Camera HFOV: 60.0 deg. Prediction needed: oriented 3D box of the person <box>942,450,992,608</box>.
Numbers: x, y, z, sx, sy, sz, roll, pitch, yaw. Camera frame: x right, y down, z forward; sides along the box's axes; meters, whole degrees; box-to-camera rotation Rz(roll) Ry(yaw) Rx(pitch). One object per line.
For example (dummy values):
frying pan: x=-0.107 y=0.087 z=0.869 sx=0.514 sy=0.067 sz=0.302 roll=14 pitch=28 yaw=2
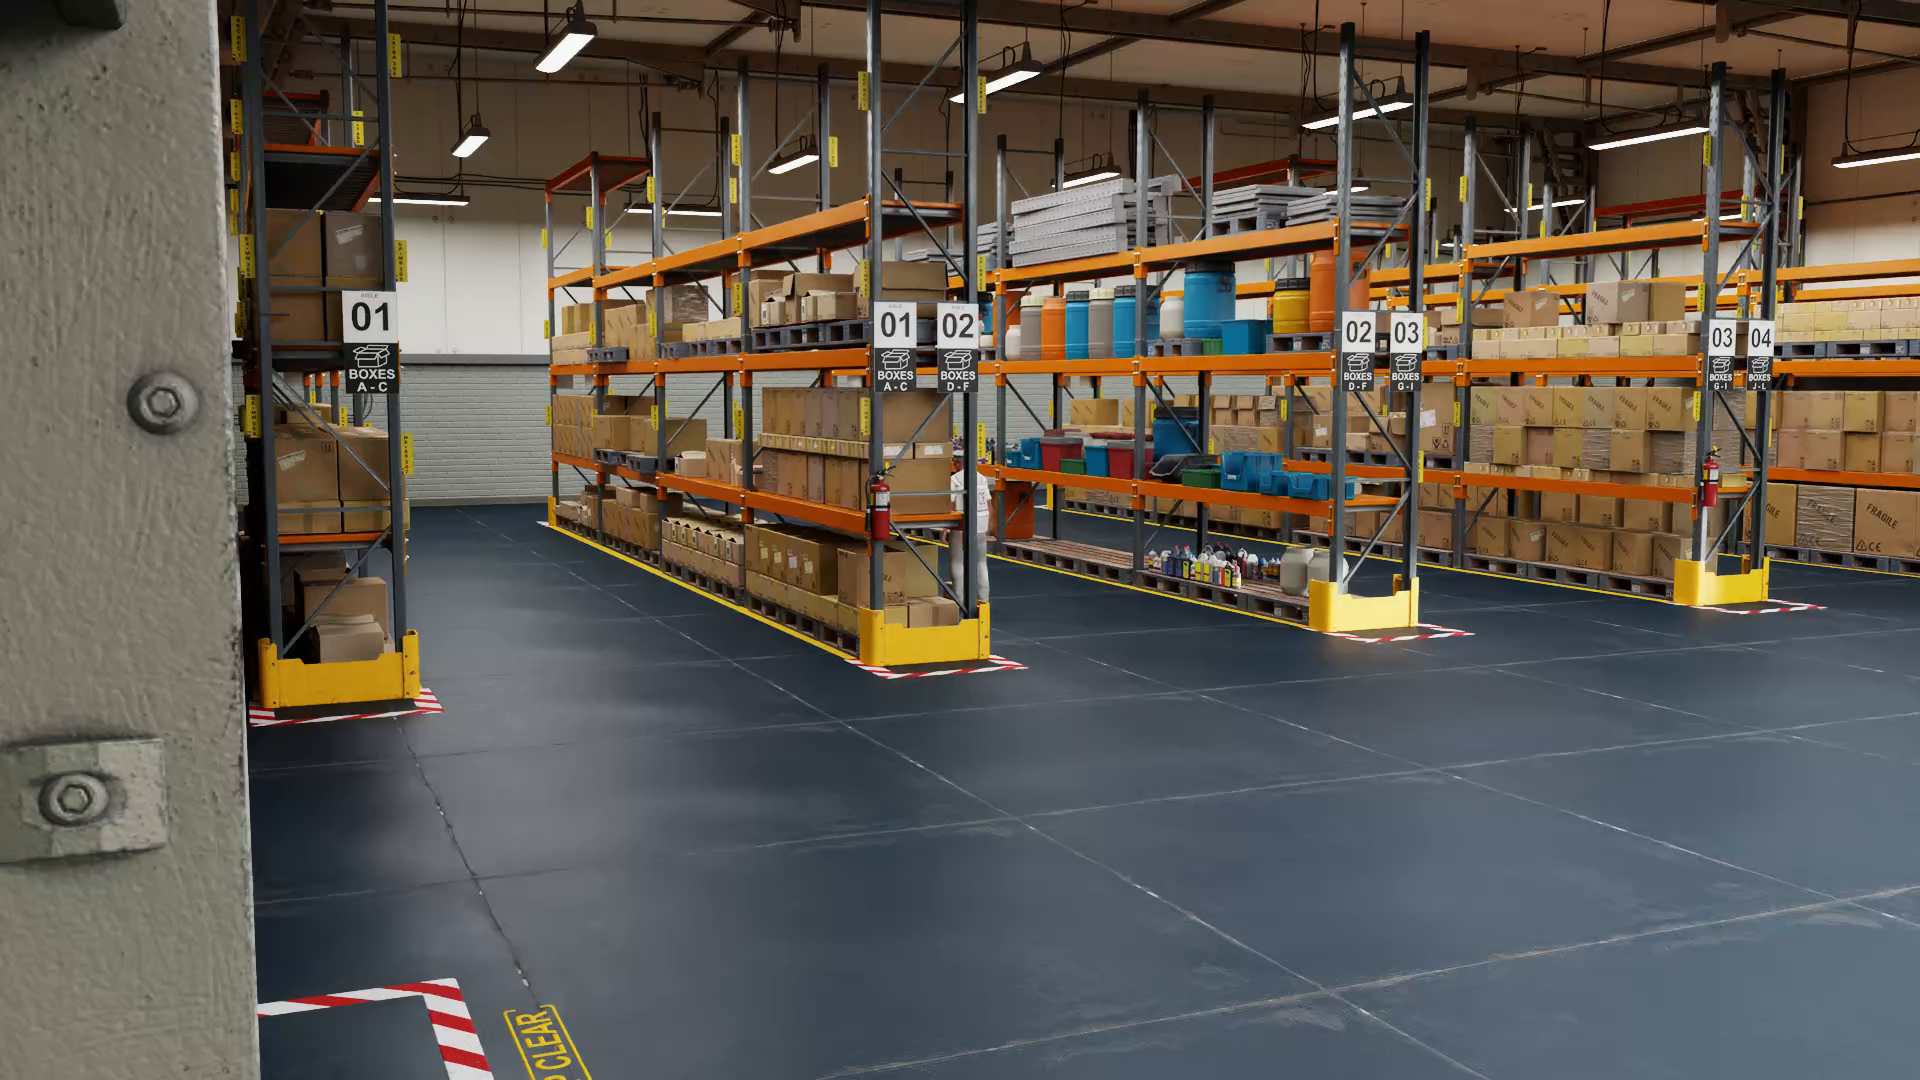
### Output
person: x=0.085 y=-0.116 z=18.456 sx=0.597 sy=1.748 sz=0.434 roll=-3 pitch=6 yaw=-25
